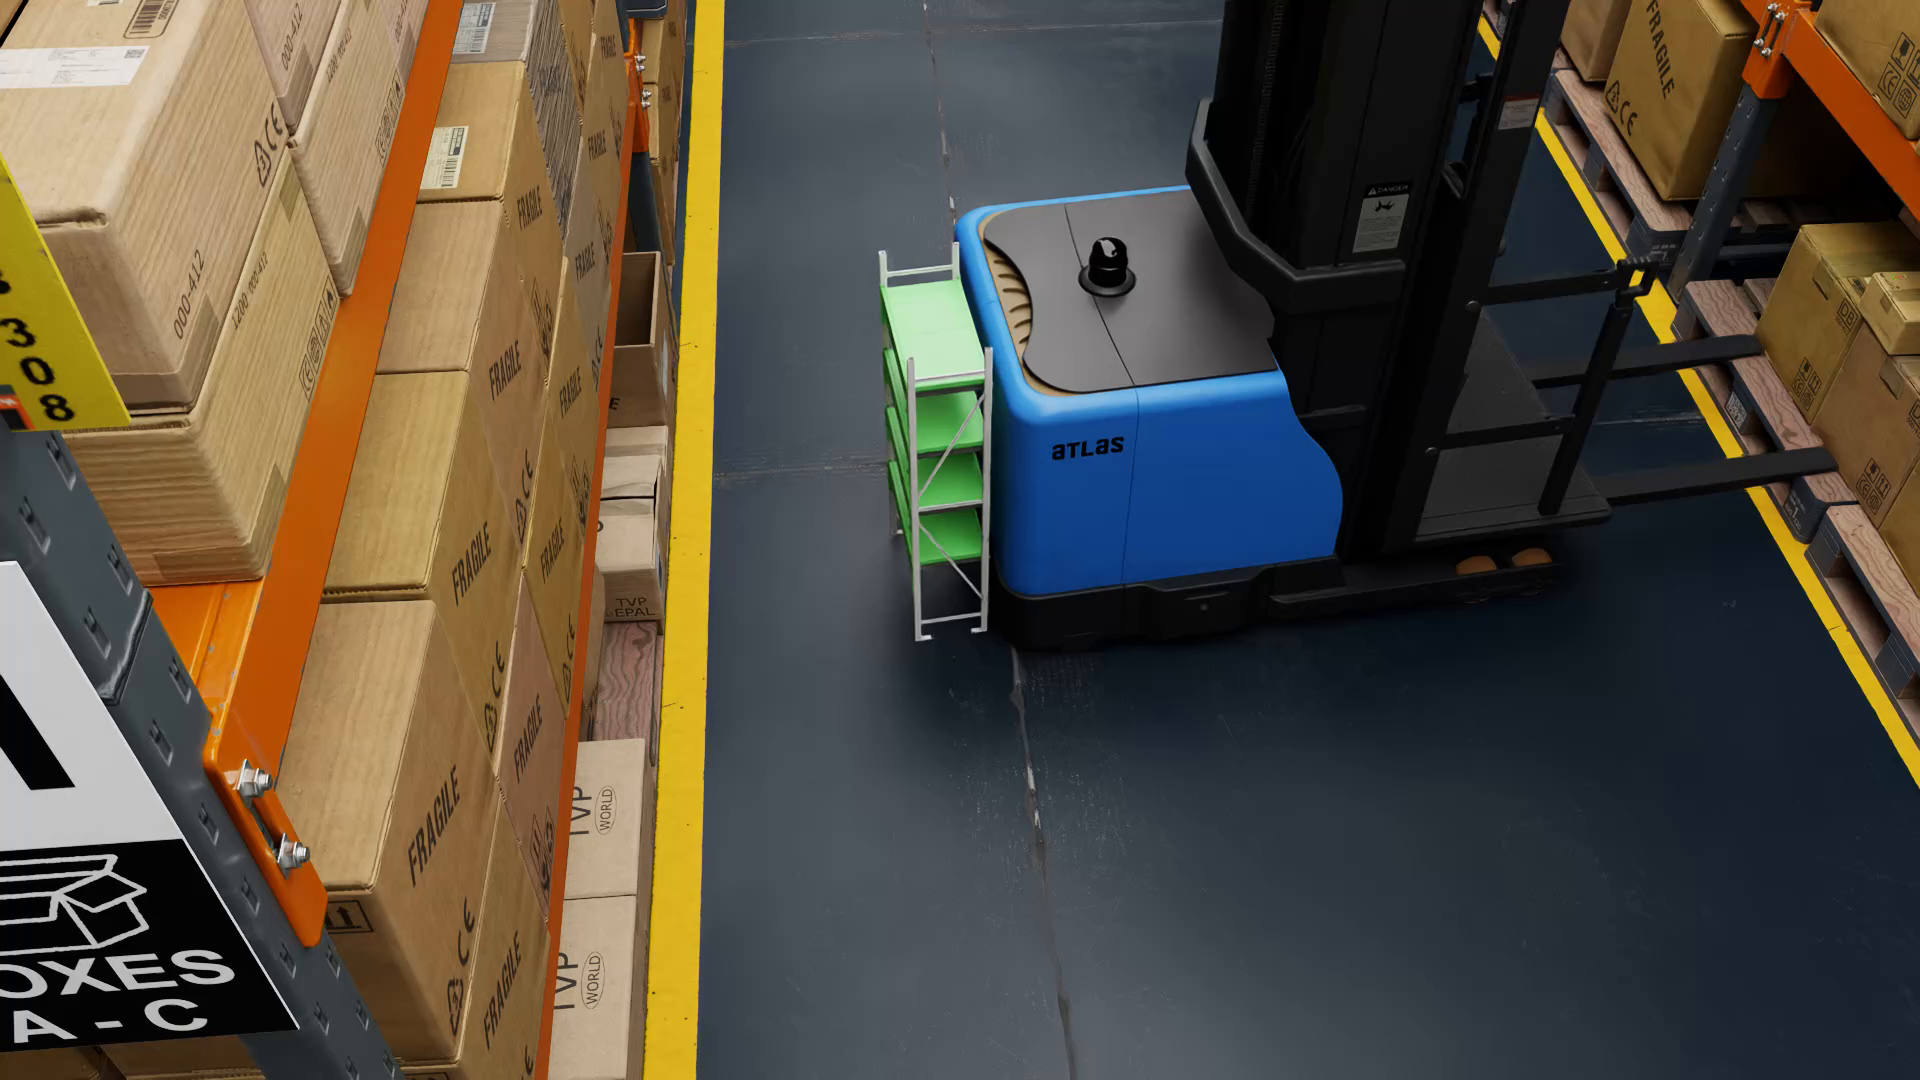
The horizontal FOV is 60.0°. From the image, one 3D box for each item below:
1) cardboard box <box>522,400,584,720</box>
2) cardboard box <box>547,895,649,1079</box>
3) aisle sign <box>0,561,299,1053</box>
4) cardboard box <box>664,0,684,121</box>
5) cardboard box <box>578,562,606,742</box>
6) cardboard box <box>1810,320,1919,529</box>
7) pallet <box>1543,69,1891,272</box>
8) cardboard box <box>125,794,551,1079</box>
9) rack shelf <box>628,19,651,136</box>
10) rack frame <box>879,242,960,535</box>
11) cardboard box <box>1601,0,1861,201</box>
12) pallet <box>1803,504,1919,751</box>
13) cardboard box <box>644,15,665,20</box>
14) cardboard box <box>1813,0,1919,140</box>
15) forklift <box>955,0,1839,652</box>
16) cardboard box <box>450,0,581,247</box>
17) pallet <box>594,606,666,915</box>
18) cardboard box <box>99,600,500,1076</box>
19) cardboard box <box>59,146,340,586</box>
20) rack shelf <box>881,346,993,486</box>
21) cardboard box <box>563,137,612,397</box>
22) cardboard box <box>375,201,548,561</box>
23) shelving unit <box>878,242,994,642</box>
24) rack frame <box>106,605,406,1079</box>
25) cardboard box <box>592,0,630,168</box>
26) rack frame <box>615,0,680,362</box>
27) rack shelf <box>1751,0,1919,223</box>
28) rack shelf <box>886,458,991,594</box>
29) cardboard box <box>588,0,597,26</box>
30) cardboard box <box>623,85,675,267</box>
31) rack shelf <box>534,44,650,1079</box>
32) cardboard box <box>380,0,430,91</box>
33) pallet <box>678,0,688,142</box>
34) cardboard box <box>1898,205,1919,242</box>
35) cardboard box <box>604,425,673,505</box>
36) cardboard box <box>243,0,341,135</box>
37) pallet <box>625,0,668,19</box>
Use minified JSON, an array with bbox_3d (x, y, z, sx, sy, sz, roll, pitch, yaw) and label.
[{"bbox_3d":[-1.114,0.056,3.562,0.500,0.500,0.500,-4,47,-3],"label":"cardboard box"},{"bbox_3d":[-1.057,1.185,4.152,0.500,0.250,0.500,-3,47,-3],"label":"cardboard box"},{"bbox_3d":[-0.953,0.301,1.608,0.394,0.787,0.004,-3,47,-3],"label":"aisle sign"},{"bbox_3d":[-1.474,-2.134,7.124,0.500,0.500,0.500,-3,47,-3],"label":"cardboard box"},{"bbox_3d":[-1.424,0.335,4.783,0.797,0.503,0.637,-3,47,-3],"label":"cardboard box"},{"bbox_3d":[3.349,-0.408,5.503,0.700,0.500,0.500,-4,47,-4],"label":"cardboard box"},{"bbox_3d":[3.210,-1.629,7.148,1.003,0.211,1.213,-3,47,-3],"label":"pallet"},{"bbox_3d":[-1.026,0.792,2.865,0.500,0.500,0.500,-3,47,-2],"label":"cardboard box"},{"bbox_3d":[-1.754,-2.930,6.955,1.077,0.370,4.000,-3,47,-3],"label":"rack shelf"},{"bbox_3d":[-0.120,-0.450,5.350,0.240,1.200,0.015,-8,47,-7],"label":"rack frame"},{"bbox_3d":[3.165,-1.902,6.677,0.750,0.750,0.750,-3,47,-3],"label":"cardboard box"},{"bbox_3d":[3.440,0.364,5.260,1.003,0.211,1.213,-3,47,-3],"label":"pallet"},{"bbox_3d":[-1.468,-2.369,6.829,0.500,0.250,0.500,-3,47,-3],"label":"cardboard box"},{"bbox_3d":[3.378,-1.744,5.129,0.980,0.700,0.700,-3,47,-3],"label":"cardboard box"},{"bbox_3d":[1.537,-1.169,4.839,3.031,2.935,1.130,-8,47,-7],"label":"forklift"},{"bbox_3d":[-1.199,-1.024,3.896,0.500,0.500,0.500,-3,47,-3],"label":"cardboard box"},{"bbox_3d":[-1.425,0.610,5.027,1.003,0.211,1.213,-3,47,-3],"label":"pallet"},{"bbox_3d":[-1.026,0.448,2.502,0.500,0.500,0.500,-2,47,-2],"label":"cardboard box"},{"bbox_3d":[-1.041,-0.204,1.914,0.500,0.250,0.500,-3,47,-3],"label":"cardboard box"},{"bbox_3d":[-0.074,-0.397,5.057,0.258,0.148,0.480,-8,47,-7],"label":"rack shelf"},{"bbox_3d":[-1.199,-0.675,4.254,0.500,0.500,0.500,-3,47,-2],"label":"cardboard box"},{"bbox_3d":[-1.114,-0.292,3.203,0.500,0.500,0.500,-3,47,-3],"label":"cardboard box"},{"bbox_3d":[-0.074,-0.276,5.185,0.258,1.200,0.503,-8,47,-7],"label":"shelving unit"},{"bbox_3d":[-1.252,1.163,2.582,1.000,3.000,0.127,-3,47,-3],"label":"rack frame"},{"bbox_3d":[-1.289,-1.419,4.959,0.500,0.500,0.500,-3,47,-3],"label":"cardboard box"},{"bbox_3d":[-1.587,-1.731,5.323,1.000,3.000,0.127,-3,47,-3],"label":"rack frame"},{"bbox_3d":[3.517,-0.340,4.502,1.077,0.370,4.000,-3,47,-3],"label":"rack shelf"},{"bbox_3d":[-0.074,-0.067,5.405,0.258,0.148,0.480,-8,47,-7],"label":"rack shelf"},{"bbox_3d":[-1.286,-1.759,4.592,0.500,0.500,0.500,-3,47,-3],"label":"cardboard box"},{"bbox_3d":[-1.384,-1.387,6.416,0.500,0.500,0.500,-5,47,-5],"label":"cardboard box"},{"bbox_3d":[-1.419,-0.036,4.214,1.077,0.370,4.000,-3,47,-3],"label":"rack shelf"},{"bbox_3d":[-1.114,-0.928,2.600,0.500,0.250,0.500,-3,47,-3],"label":"cardboard box"},{"bbox_3d":[-1.798,-2.243,7.729,1.003,0.211,1.213,-3,47,-3],"label":"pallet"},{"bbox_3d":[3.496,-1.112,5.723,0.380,0.149,0.250,-4,47,-4],"label":"cardboard box"},{"bbox_3d":[-1.165,-0.239,5.571,0.380,0.149,0.250,-3,47,-3],"label":"cardboard box"},{"bbox_3d":[-1.070,-0.738,2.076,0.500,0.250,0.500,-3,47,-3],"label":"cardboard box"},{"bbox_3d":[-1.545,-2.249,5.947,1.003,0.211,1.213,-3,47,-3],"label":"pallet"}]
